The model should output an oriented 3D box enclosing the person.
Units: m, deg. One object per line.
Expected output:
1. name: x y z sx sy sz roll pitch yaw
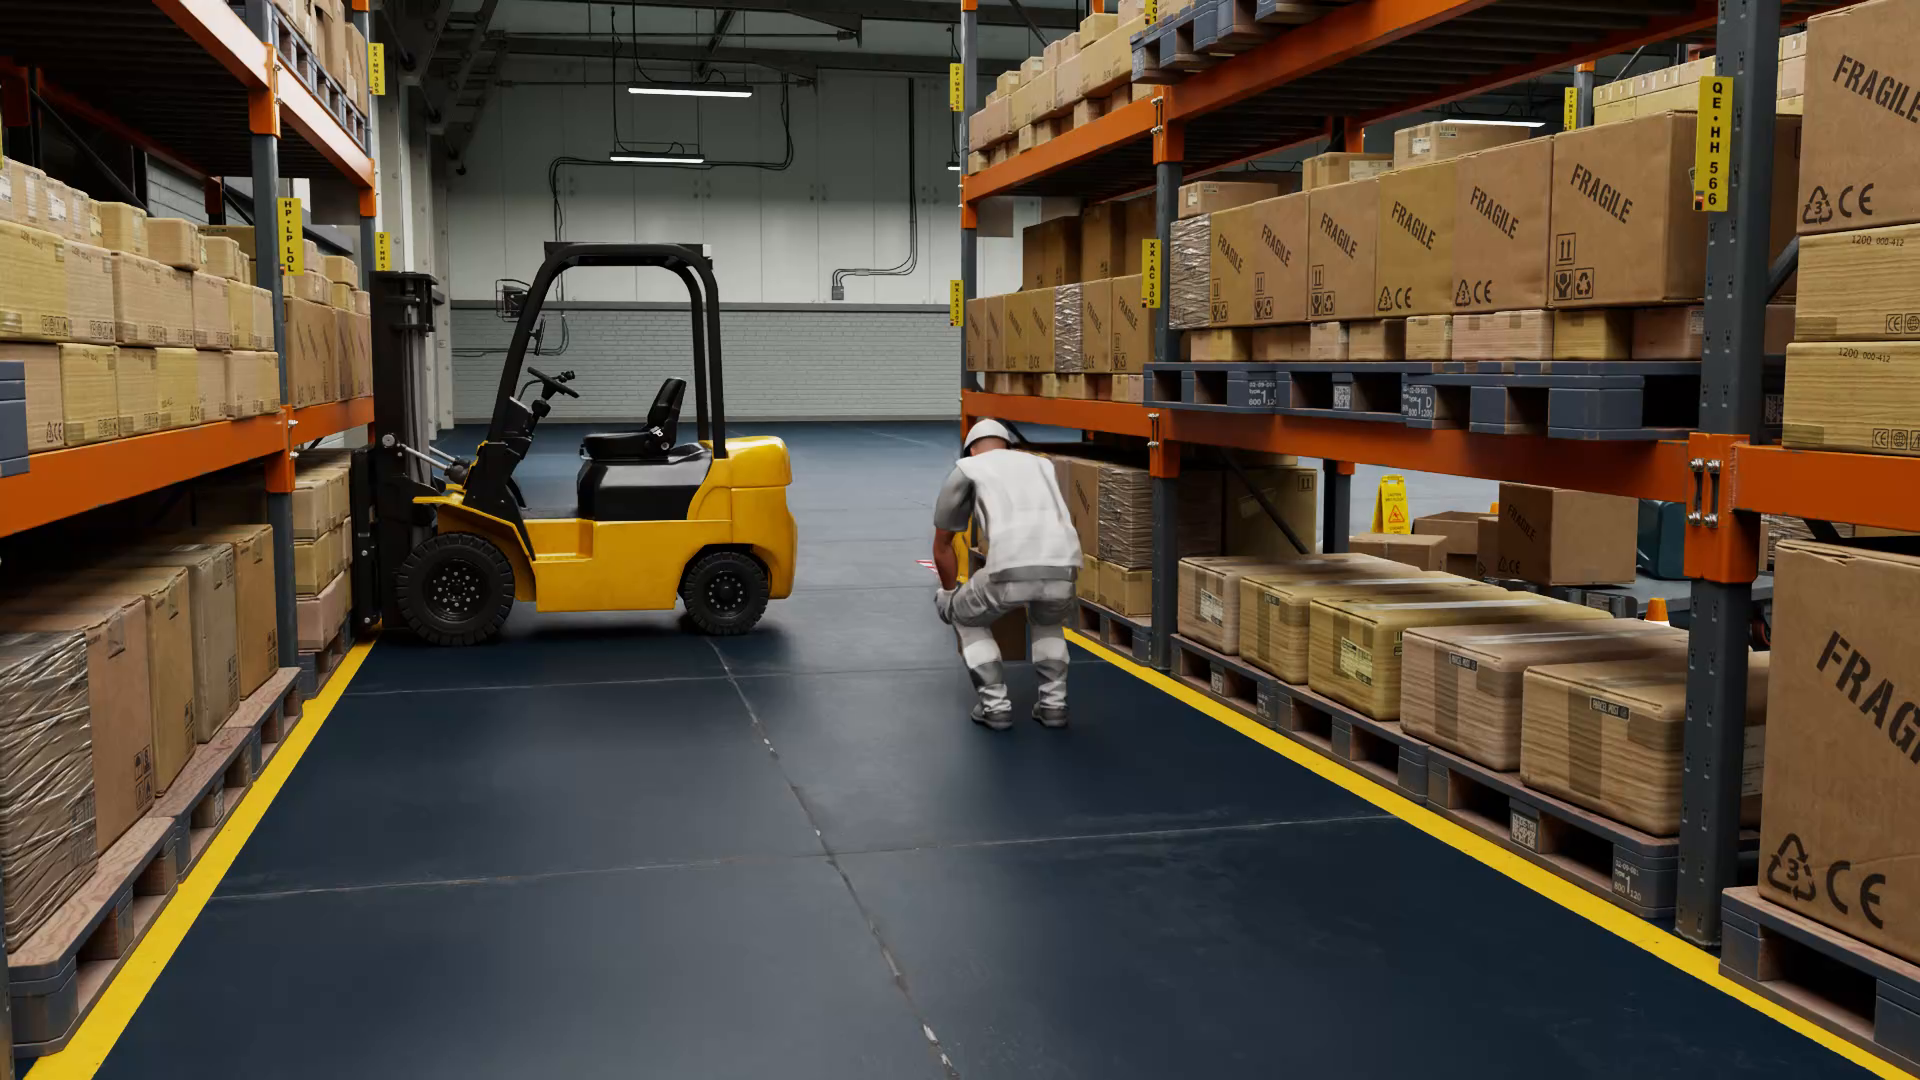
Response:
1. person: 7.621 -1.725 24.574 23.309 1.264 31.548 -1 6 -14
